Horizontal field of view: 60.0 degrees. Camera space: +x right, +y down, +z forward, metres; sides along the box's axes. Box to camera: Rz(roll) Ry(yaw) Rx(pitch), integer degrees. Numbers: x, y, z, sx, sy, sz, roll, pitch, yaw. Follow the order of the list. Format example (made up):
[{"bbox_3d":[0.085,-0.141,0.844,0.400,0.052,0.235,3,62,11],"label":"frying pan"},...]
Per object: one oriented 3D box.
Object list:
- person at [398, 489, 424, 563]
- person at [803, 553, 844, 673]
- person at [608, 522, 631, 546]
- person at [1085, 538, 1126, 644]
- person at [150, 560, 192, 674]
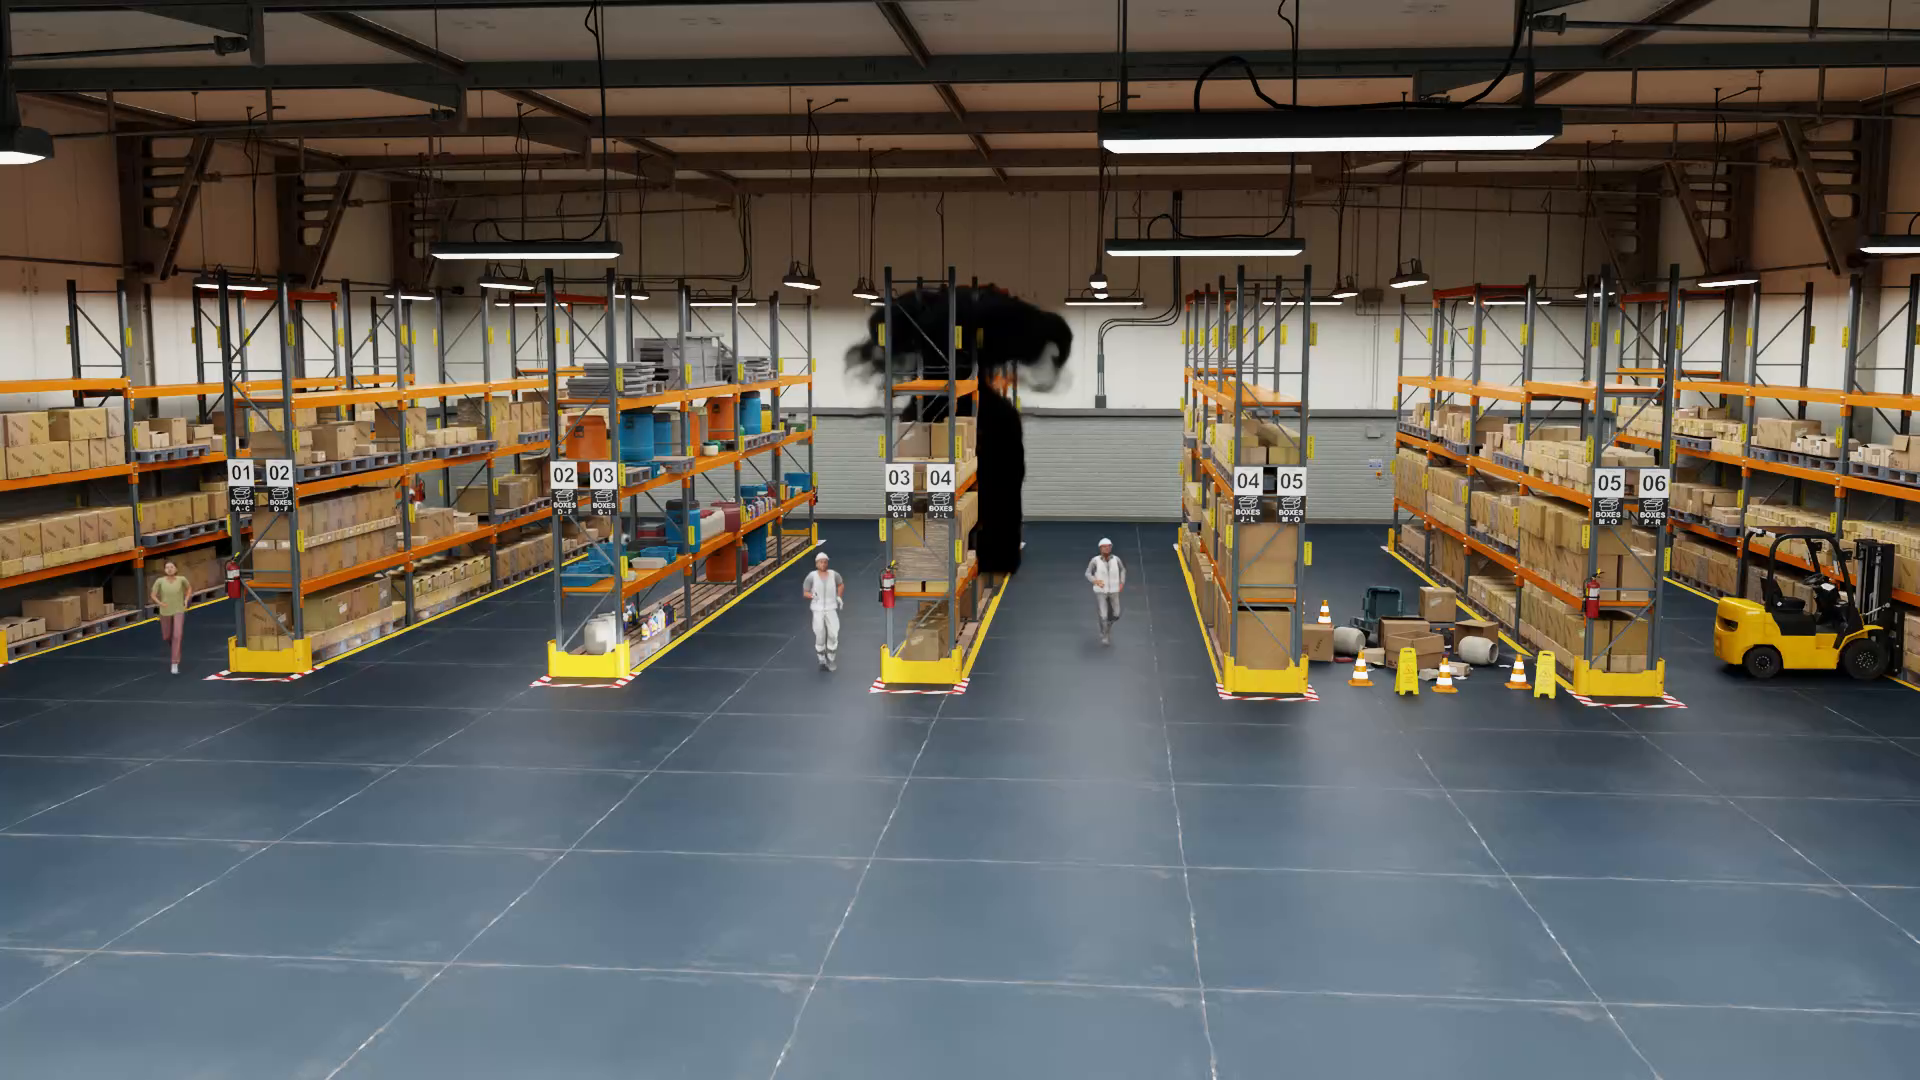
[{"bbox_3d":[-11.871,-0.235,35.940,0.666,1.758,0.742,0,7,3],"label":"person"},{"bbox_3d":[-2.039,1.092,25.011,0.628,1.814,0.733,-1,7,-9],"label":"person"},{"bbox_3d":[-6.445,0.423,31.417,0.531,1.557,0.539,0,7,-1],"label":"person"},{"bbox_3d":[2.406,0.837,27.311,0.711,1.732,0.558,-1,7,-10],"label":"person"},{"bbox_3d":[-11.972,1.128,25.249,0.546,1.658,1.129,-2,7,-17],"label":"person"}]
